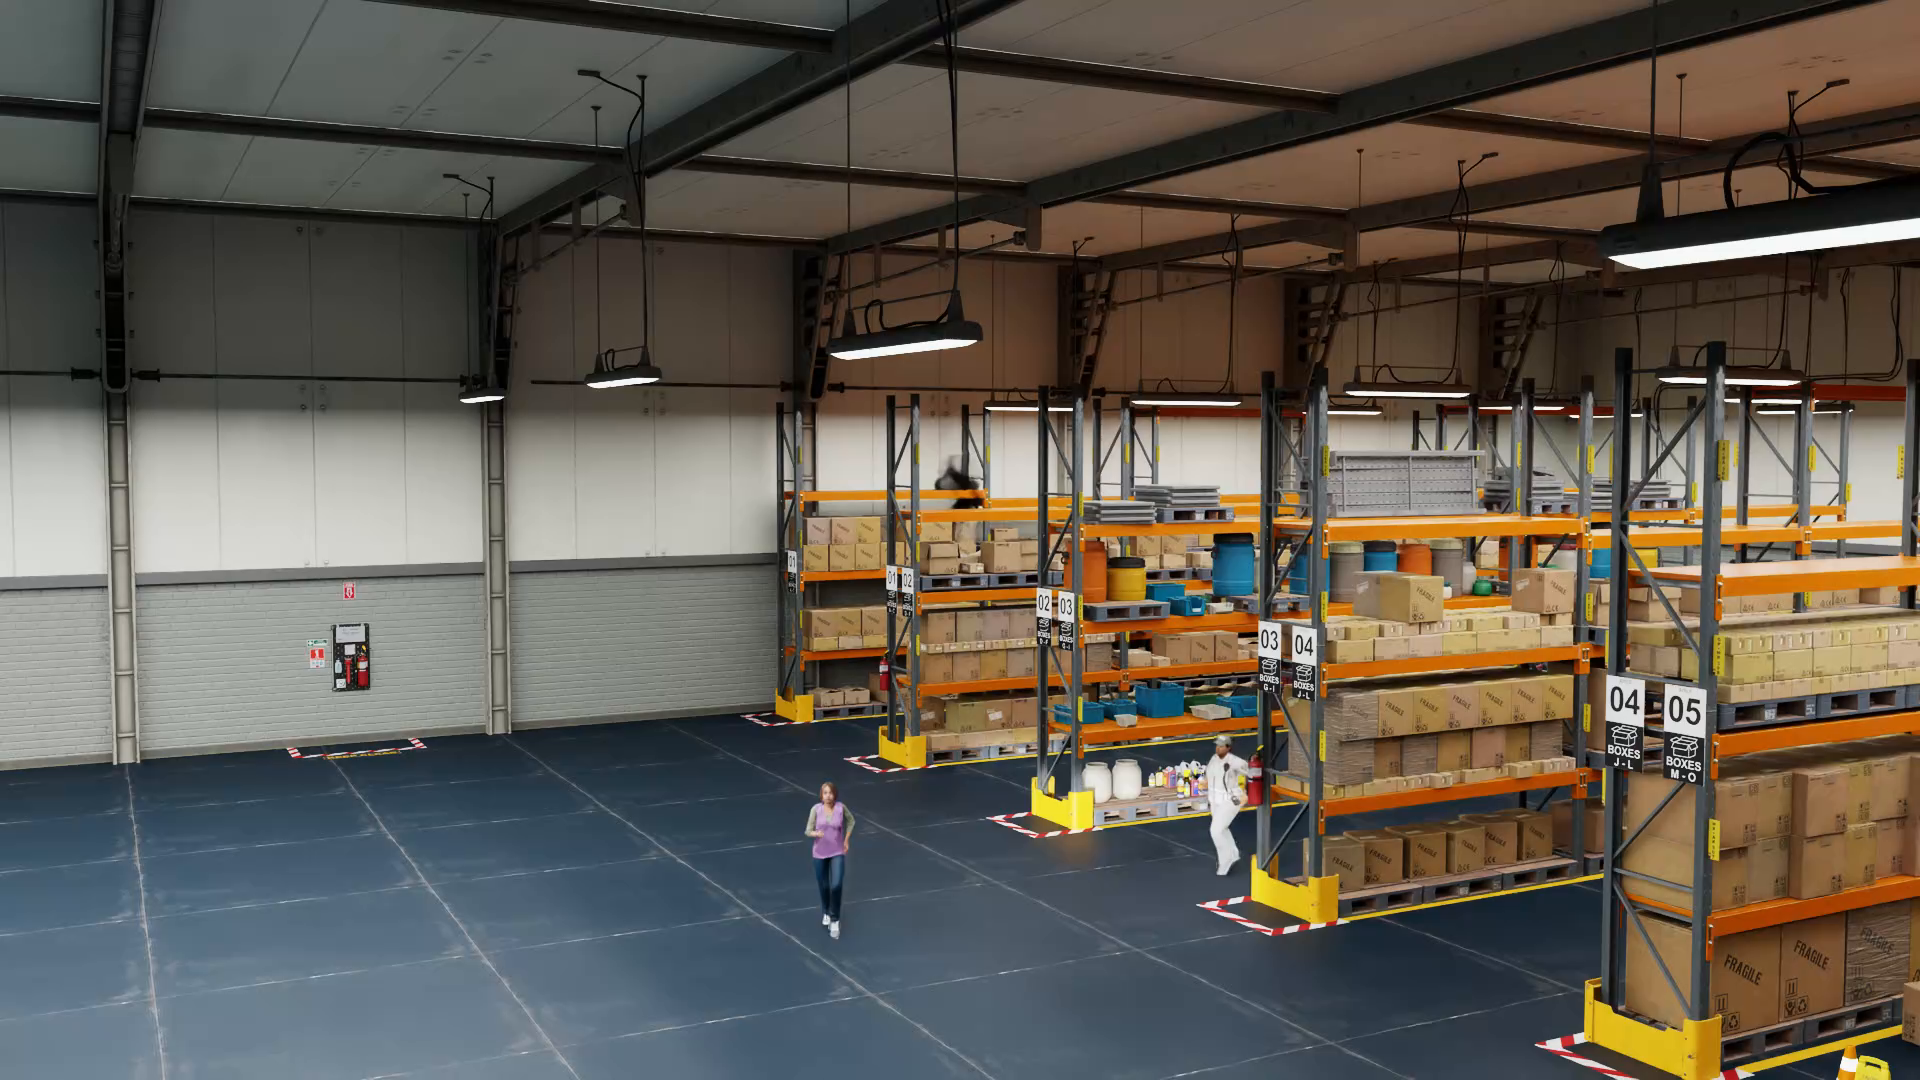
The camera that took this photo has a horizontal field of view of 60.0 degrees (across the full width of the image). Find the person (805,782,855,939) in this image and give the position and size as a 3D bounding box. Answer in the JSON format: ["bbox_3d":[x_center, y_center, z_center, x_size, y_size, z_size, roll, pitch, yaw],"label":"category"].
[{"bbox_3d":[-1.378,3.371,17.576,0.514,1.635,0.660,0,3,0],"label":"person"}]

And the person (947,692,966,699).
[{"bbox_3d":[-0.009,2.422,29.957,0.541,1.658,0.615,-3,4,-42],"label":"person"}]

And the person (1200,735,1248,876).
[{"bbox_3d":[3.213,3.215,20.140,0.695,1.723,0.628,-2,4,-34],"label":"person"}]
